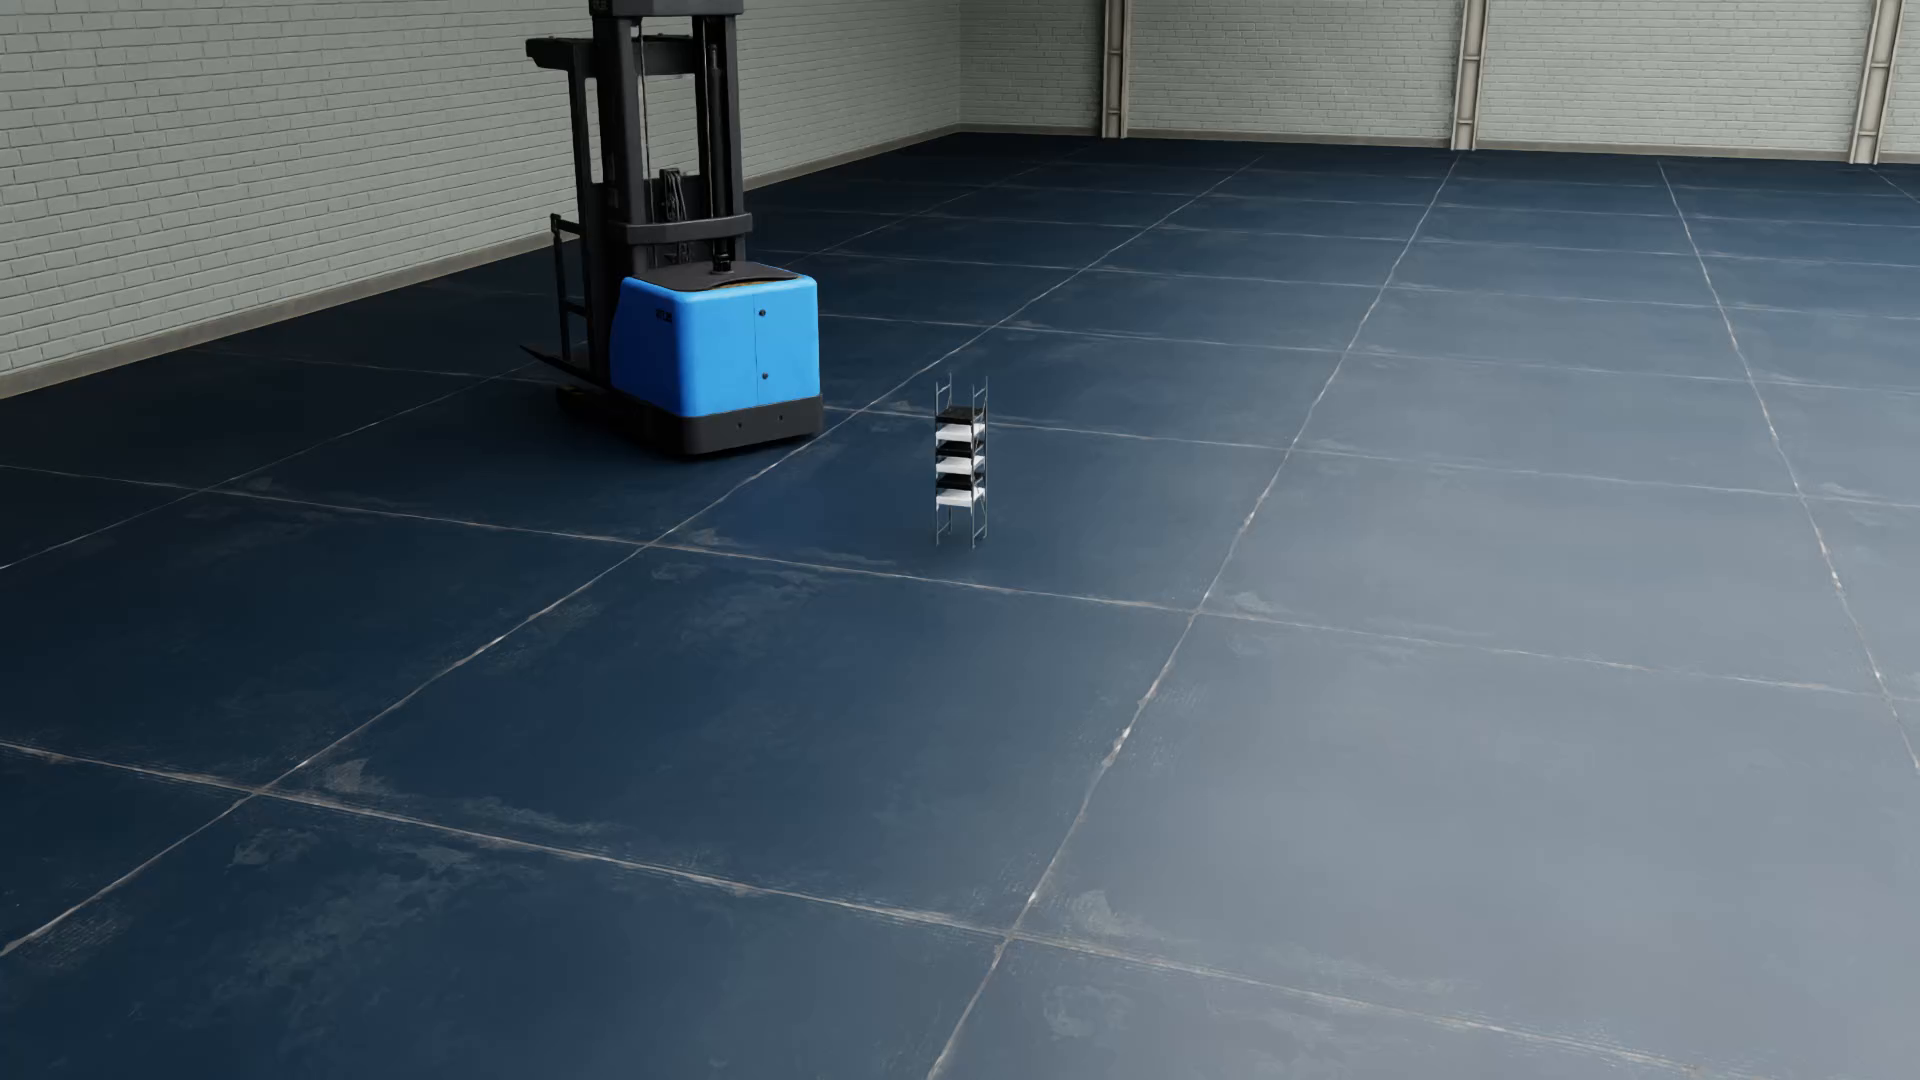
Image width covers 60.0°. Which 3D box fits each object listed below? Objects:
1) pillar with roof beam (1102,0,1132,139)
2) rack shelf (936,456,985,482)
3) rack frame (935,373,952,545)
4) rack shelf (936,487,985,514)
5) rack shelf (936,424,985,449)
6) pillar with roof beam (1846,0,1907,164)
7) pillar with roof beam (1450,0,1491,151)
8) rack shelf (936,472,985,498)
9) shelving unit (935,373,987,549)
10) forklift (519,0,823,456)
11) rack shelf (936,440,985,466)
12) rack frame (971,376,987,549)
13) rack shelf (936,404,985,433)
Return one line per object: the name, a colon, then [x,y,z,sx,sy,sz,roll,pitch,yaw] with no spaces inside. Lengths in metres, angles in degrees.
pillar with roof beam: [1.347,-10.105,24.395,0.400,9.000,9.100,7,20,18]
rack shelf: [0.008,-0.393,8.937,0.200,0.077,0.258,7,20,18]
rack frame: [-0.088,-0.435,8.957,0.006,0.900,0.240,7,20,18]
rack shelf: [0.008,-0.223,8.996,0.200,0.077,0.258,7,20,18]
rack shelf: [0.008,-0.563,8.877,0.200,0.077,0.258,7,20,18]
pillar with roof beam: [12.683,-8.809,20.676,0.400,9.000,9.100,7,20,18]
pillar with roof beam: [7.015,-9.457,22.536,0.400,9.000,9.100,7,20,18]
rack shelf: [0.008,-0.308,8.966,0.200,0.077,0.258,7,20,18]
shelving unit: [0.008,-0.424,8.926,0.210,0.900,0.258,7,20,18]
forklift: [-2.190,-2.337,11.328,1.130,2.935,3.031,-14,24,-35]
rack shelf: [0.008,-0.478,8.907,0.200,0.077,0.258,7,20,18]
rack frame: [0.104,-0.413,8.894,0.006,0.900,0.240,7,20,18]
rack shelf: [0.008,-0.648,8.848,0.200,0.077,0.258,7,20,18]
